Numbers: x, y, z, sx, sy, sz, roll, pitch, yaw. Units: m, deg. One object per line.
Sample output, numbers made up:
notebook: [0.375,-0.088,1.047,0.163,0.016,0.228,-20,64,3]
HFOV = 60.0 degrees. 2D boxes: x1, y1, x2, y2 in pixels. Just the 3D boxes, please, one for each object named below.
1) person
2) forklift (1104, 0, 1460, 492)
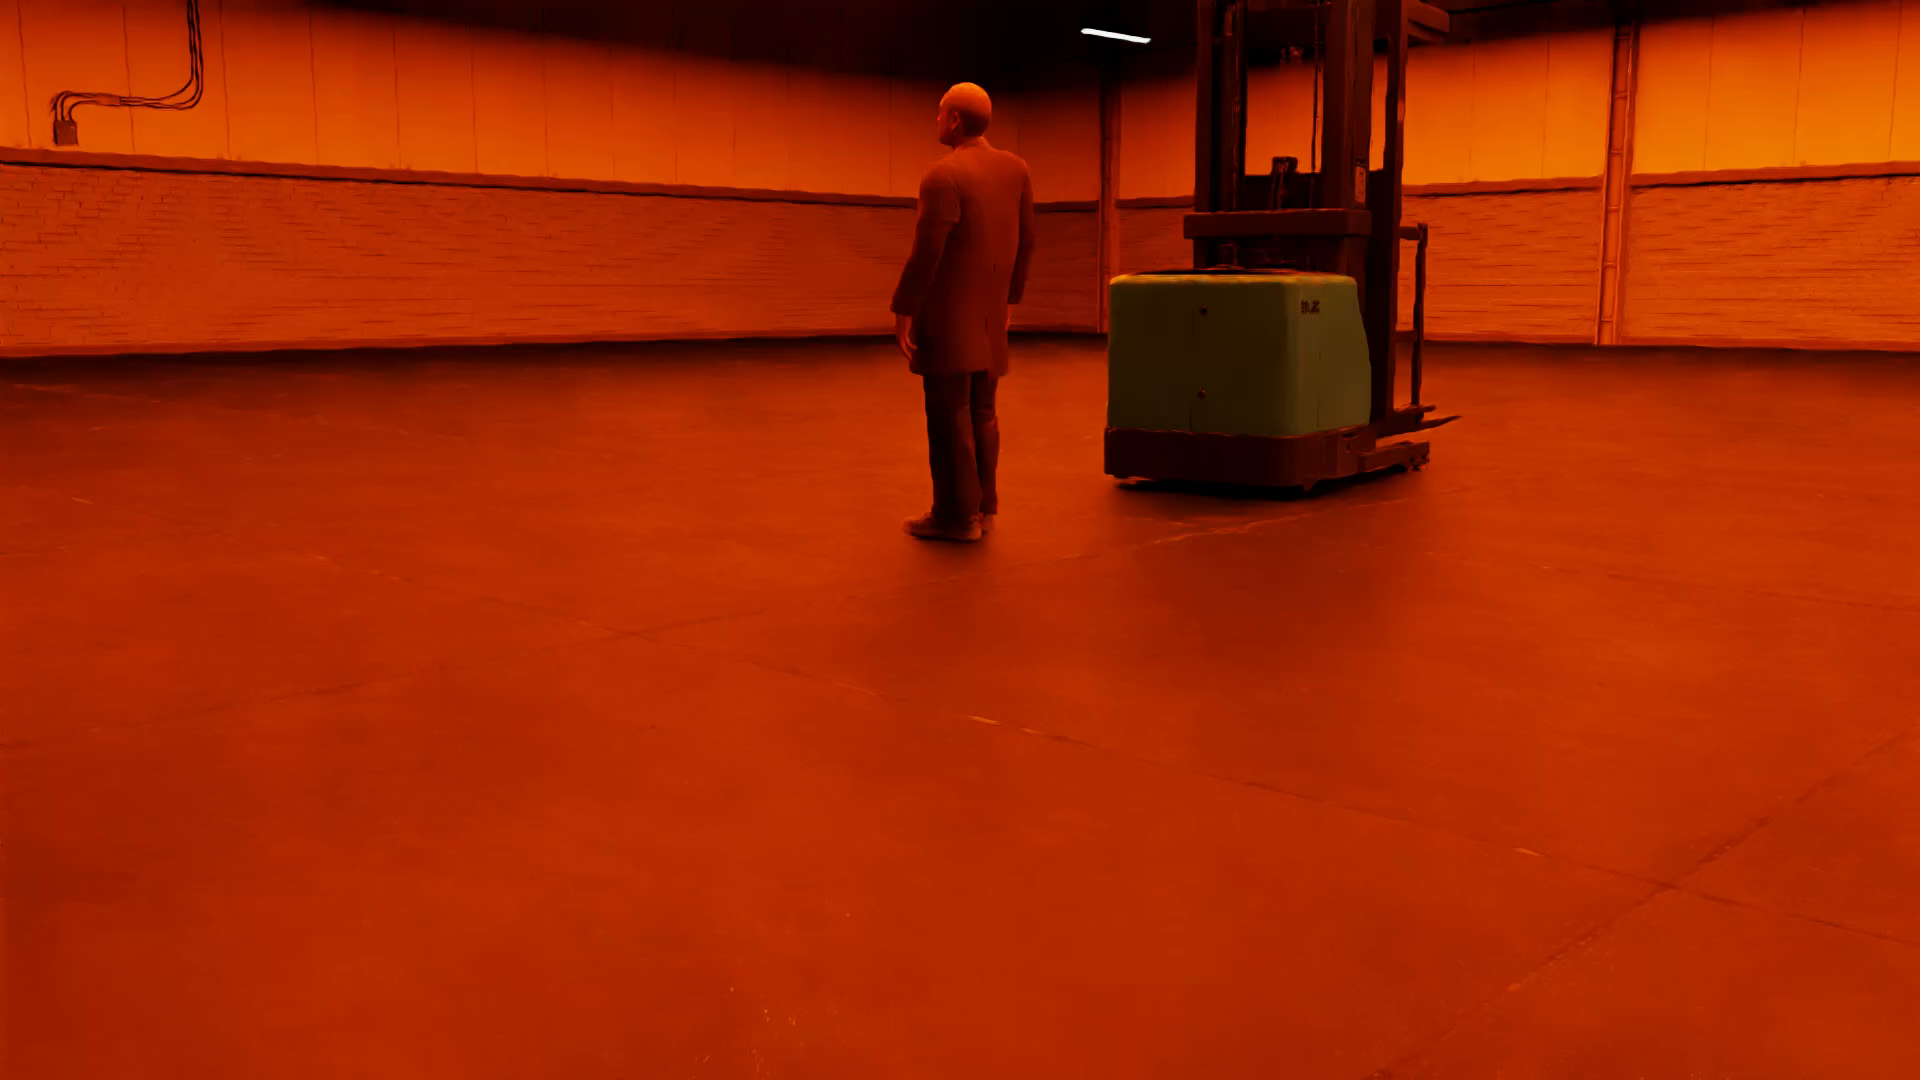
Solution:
person: [-0.063,-0.896,6.650,0.580,1.776,0.694,8,12,43]
forklift: [1.990,-1.856,9.203,1.130,2.935,3.031,6,10,34]
